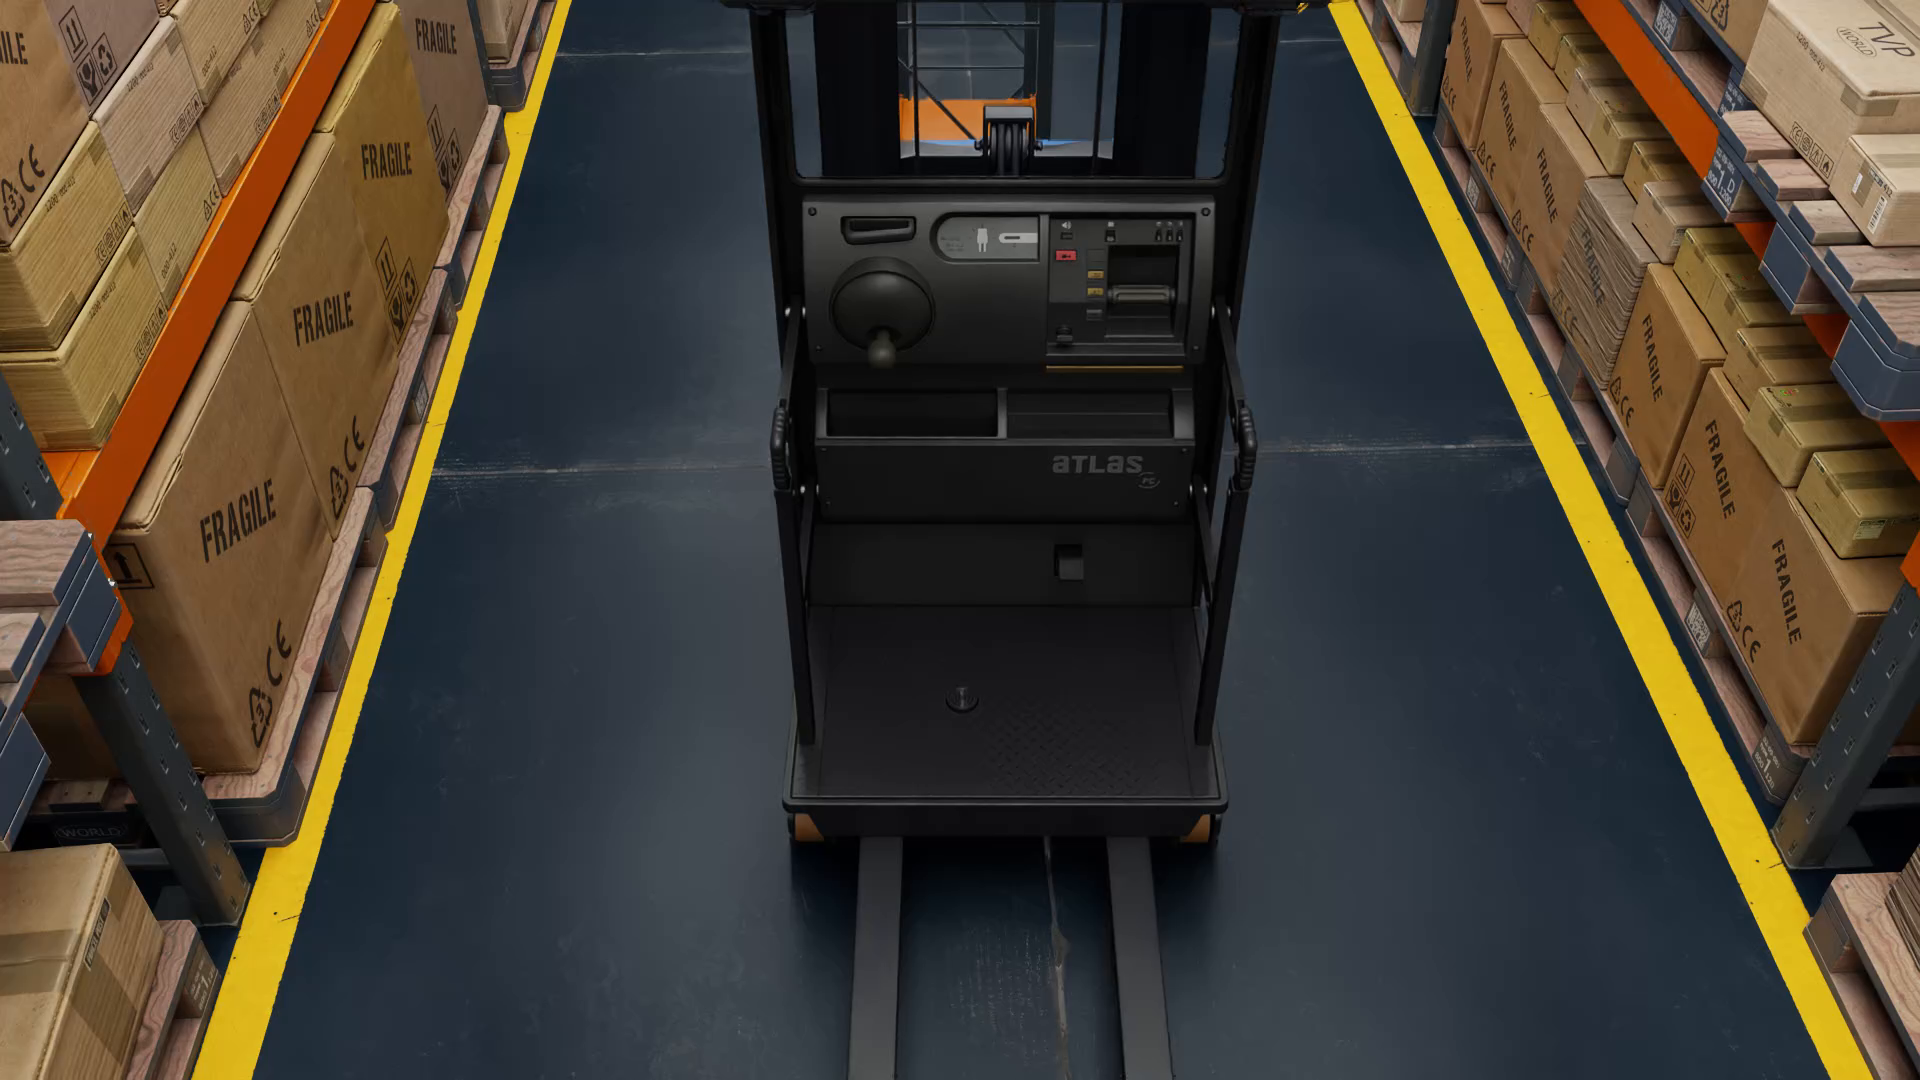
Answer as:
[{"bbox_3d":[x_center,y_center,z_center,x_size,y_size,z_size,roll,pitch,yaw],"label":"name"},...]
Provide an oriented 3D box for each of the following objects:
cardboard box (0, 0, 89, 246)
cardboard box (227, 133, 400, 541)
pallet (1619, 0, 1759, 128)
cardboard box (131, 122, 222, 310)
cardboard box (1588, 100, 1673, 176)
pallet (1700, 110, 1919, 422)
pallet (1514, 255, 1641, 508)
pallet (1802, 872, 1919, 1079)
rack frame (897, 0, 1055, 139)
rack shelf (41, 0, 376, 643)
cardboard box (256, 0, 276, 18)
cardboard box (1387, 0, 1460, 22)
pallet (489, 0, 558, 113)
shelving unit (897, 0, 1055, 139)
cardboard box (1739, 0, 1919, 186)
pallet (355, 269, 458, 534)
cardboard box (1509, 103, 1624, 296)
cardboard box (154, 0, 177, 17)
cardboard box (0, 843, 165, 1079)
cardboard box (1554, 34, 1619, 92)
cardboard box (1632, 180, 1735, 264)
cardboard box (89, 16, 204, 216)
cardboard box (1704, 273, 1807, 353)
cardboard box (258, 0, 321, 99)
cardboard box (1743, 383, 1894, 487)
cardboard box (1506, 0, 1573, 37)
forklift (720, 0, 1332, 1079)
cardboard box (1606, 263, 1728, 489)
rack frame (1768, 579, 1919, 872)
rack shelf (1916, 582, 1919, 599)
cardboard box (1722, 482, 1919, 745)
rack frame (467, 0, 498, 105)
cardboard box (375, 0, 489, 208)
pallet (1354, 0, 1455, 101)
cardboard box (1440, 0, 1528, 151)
[{"bbox_3d":[-2.093,-0.902,3.200,0.500,0.500,0.500,-3,43,-3],"label":"cardboard box"},{"bbox_3d":[-2.297,-0.599,4.945,0.875,0.875,0.875,-1,43,-1],"label":"cardboard box"},{"bbox_3d":[2.555,-1.543,4.856,1.003,0.211,1.213,-2,43,-2],"label":"pallet"},{"bbox_3d":[-2.126,-0.785,3.997,0.500,0.250,0.500,-3,43,-3],"label":"cardboard box"},{"bbox_3d":[2.340,-1.345,5.556,0.380,0.149,0.250,0,43,0],"label":"cardboard box"},{"bbox_3d":[2.543,-0.686,3.921,1.213,0.211,1.003,-2,43,-2],"label":"pallet"},{"bbox_3d":[2.600,-0.600,5.749,1.003,0.211,1.213,-2,43,-2],"label":"pallet"},{"bbox_3d":[2.638,1.283,3.694,1.003,0.211,1.213,-2,43,-2],"label":"pallet"},{"bbox_3d":[0.022,-1.015,5.248,0.500,1.500,0.032,0,43,0],"label":"rack frame"},{"bbox_3d":[-2.402,-1.241,4.917,1.077,0.370,4.000,-2,43,-2],"label":"rack shelf"},{"bbox_3d":[-2.129,-1.663,4.586,0.500,0.250,0.500,-1,43,-1],"label":"cardboard box"},{"bbox_3d":[2.155,-2.473,7.528,0.380,0.149,0.250,-3,43,-3],"label":"cardboard box"},{"bbox_3d":[-2.441,-2.345,7.652,1.003,0.211,1.213,-2,43,-2],"label":"pallet"},{"bbox_3d":[0.023,-1.365,5.629,0.587,1.500,1.083,0,43,0],"label":"shelving unit"},{"bbox_3d":[2.274,-1.104,4.035,0.500,0.250,0.500,-3,43,-4],"label":"cardboard box"},{"bbox_3d":[-2.324,-0.485,5.622,1.003,0.211,1.213,-2,43,-2],"label":"pallet"},{"bbox_3d":[2.318,-1.206,5.885,0.500,0.500,0.500,-3,43,-3],"label":"cardboard box"},{"bbox_3d":[-2.131,-1.586,3.947,0.500,0.500,0.500,-1,43,-1],"label":"cardboard box"},{"bbox_3d":[-2.303,1.039,3.530,0.950,0.372,0.625,-4,43,-5],"label":"cardboard box"},{"bbox_3d":[2.358,-1.682,5.924,0.380,0.149,0.250,-2,43,-3],"label":"cardboard box"},{"bbox_3d":[2.340,-0.996,5.176,0.380,0.149,0.250,-4,43,-4],"label":"cardboard box"},{"bbox_3d":[-2.112,-0.984,3.844,0.500,0.250,0.500,-1,43,-1],"label":"cardboard box"},{"bbox_3d":[2.393,-0.642,4.790,0.380,0.149,0.250,0,43,-1],"label":"cardboard box"},{"bbox_3d":[-2.166,-1.472,4.747,0.500,0.250,0.500,-2,43,-2],"label":"cardboard box"},{"bbox_3d":[2.326,-0.283,4.398,0.380,0.149,0.250,-4,43,-4],"label":"cardboard box"},{"bbox_3d":[2.311,-2.040,6.314,0.380,0.149,0.250,-3,43,-3],"label":"cardboard box"},{"bbox_3d":[0.112,-0.498,3.625,1.130,2.935,3.031,0,43,0],"label":"forklift"},{"bbox_3d":[2.374,-0.505,5.121,0.500,0.500,0.500,0,43,0],"label":"cardboard box"},{"bbox_3d":[2.642,-0.301,3.359,1.000,3.000,0.127,-2,43,-2],"label":"rack frame"},{"bbox_3d":[2.727,1.314,2.129,1.077,0.370,4.000,-2,43,-2],"label":"rack shelf"},{"bbox_3d":[2.410,0.186,4.366,0.500,0.500,0.500,-1,43,-1],"label":"cardboard box"},{"bbox_3d":[-2.487,-2.857,6.147,1.000,3.000,0.127,-2,43,-2],"label":"rack frame"},{"bbox_3d":[-2.380,-1.812,6.269,0.875,0.875,0.875,0,43,0],"label":"cardboard box"},{"bbox_3d":[2.444,-2.437,7.753,1.003,0.211,1.213,-2,43,-2],"label":"pallet"},{"bbox_3d":[2.268,-1.902,6.644,0.500,0.500,0.500,0,43,0],"label":"cardboard box"}]
